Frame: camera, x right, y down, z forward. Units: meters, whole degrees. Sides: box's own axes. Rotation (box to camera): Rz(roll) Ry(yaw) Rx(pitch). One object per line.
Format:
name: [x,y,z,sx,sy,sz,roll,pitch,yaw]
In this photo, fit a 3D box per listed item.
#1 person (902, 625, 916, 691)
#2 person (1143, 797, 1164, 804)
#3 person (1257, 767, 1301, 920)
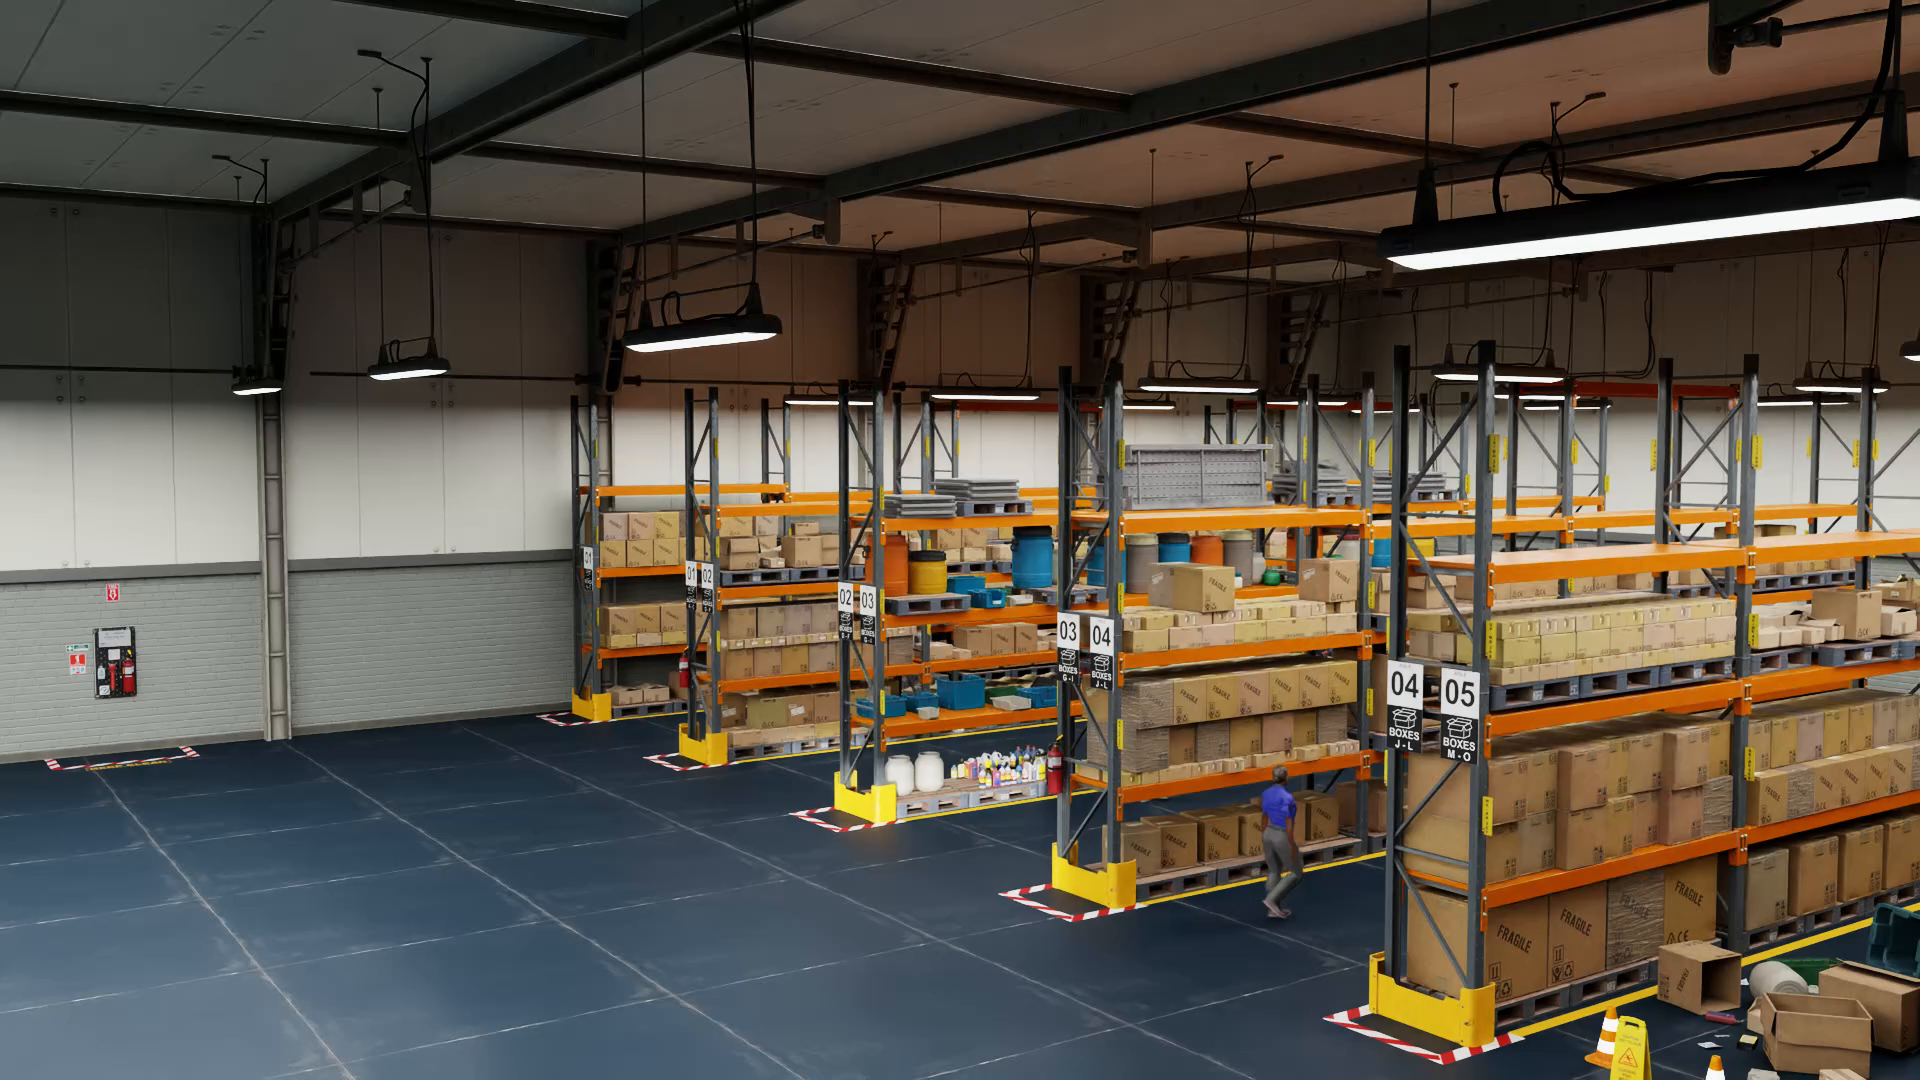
person: [-1.093,2.206,32.966,0.340,1.637,0.498,2,4,35]
person: [2.799,2.902,23.785,0.373,1.673,0.569,1,3,11]
person: [3.443,3.269,17.936,0.471,1.679,0.403,2,4,34]
